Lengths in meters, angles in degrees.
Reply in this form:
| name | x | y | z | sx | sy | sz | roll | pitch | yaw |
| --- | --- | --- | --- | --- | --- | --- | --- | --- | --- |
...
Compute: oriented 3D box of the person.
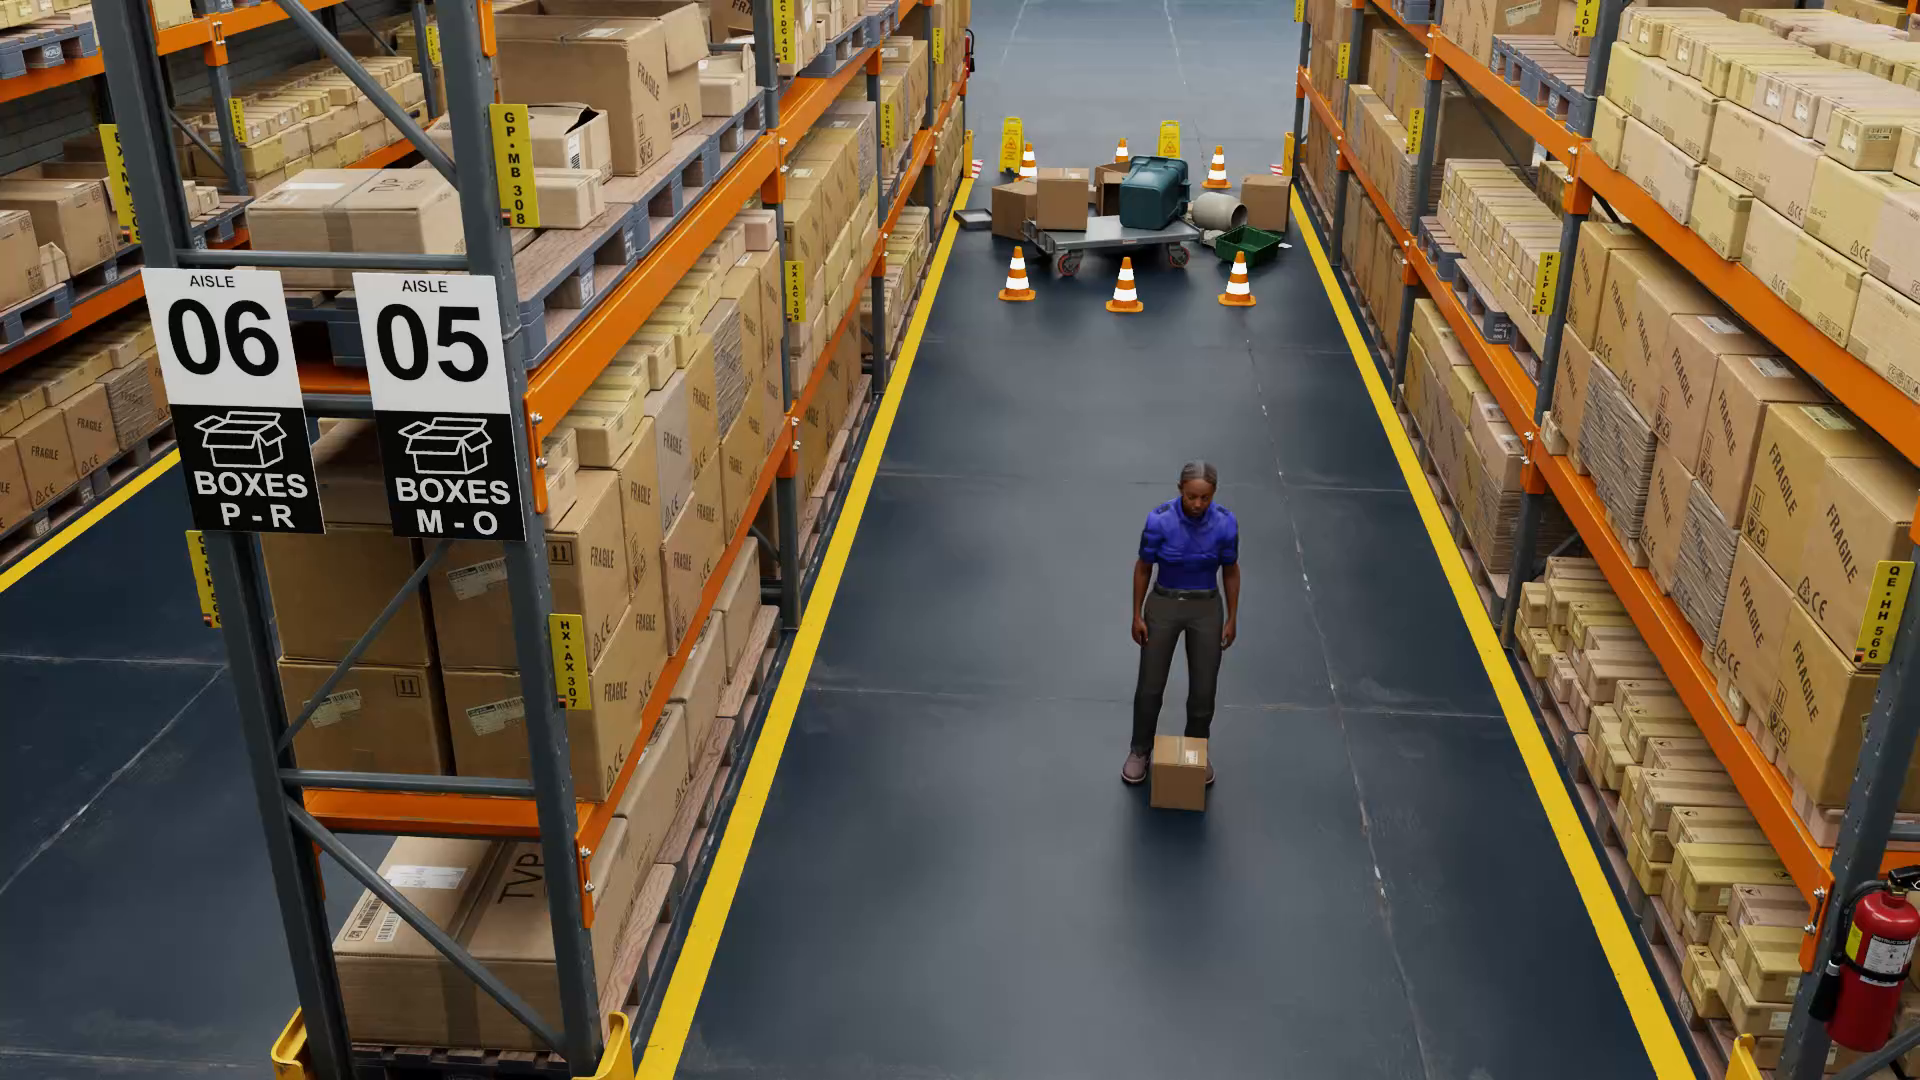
| name | x | y | z | sx | sy | sz | roll | pitch | yaw |
| --- | --- | --- | --- | --- | --- | --- | --- | --- | --- |
| person | 1.046 | 0.370 | 7.807 | 0.512 | 1.654 | 0.352 | 2 | 25 | 4 |
